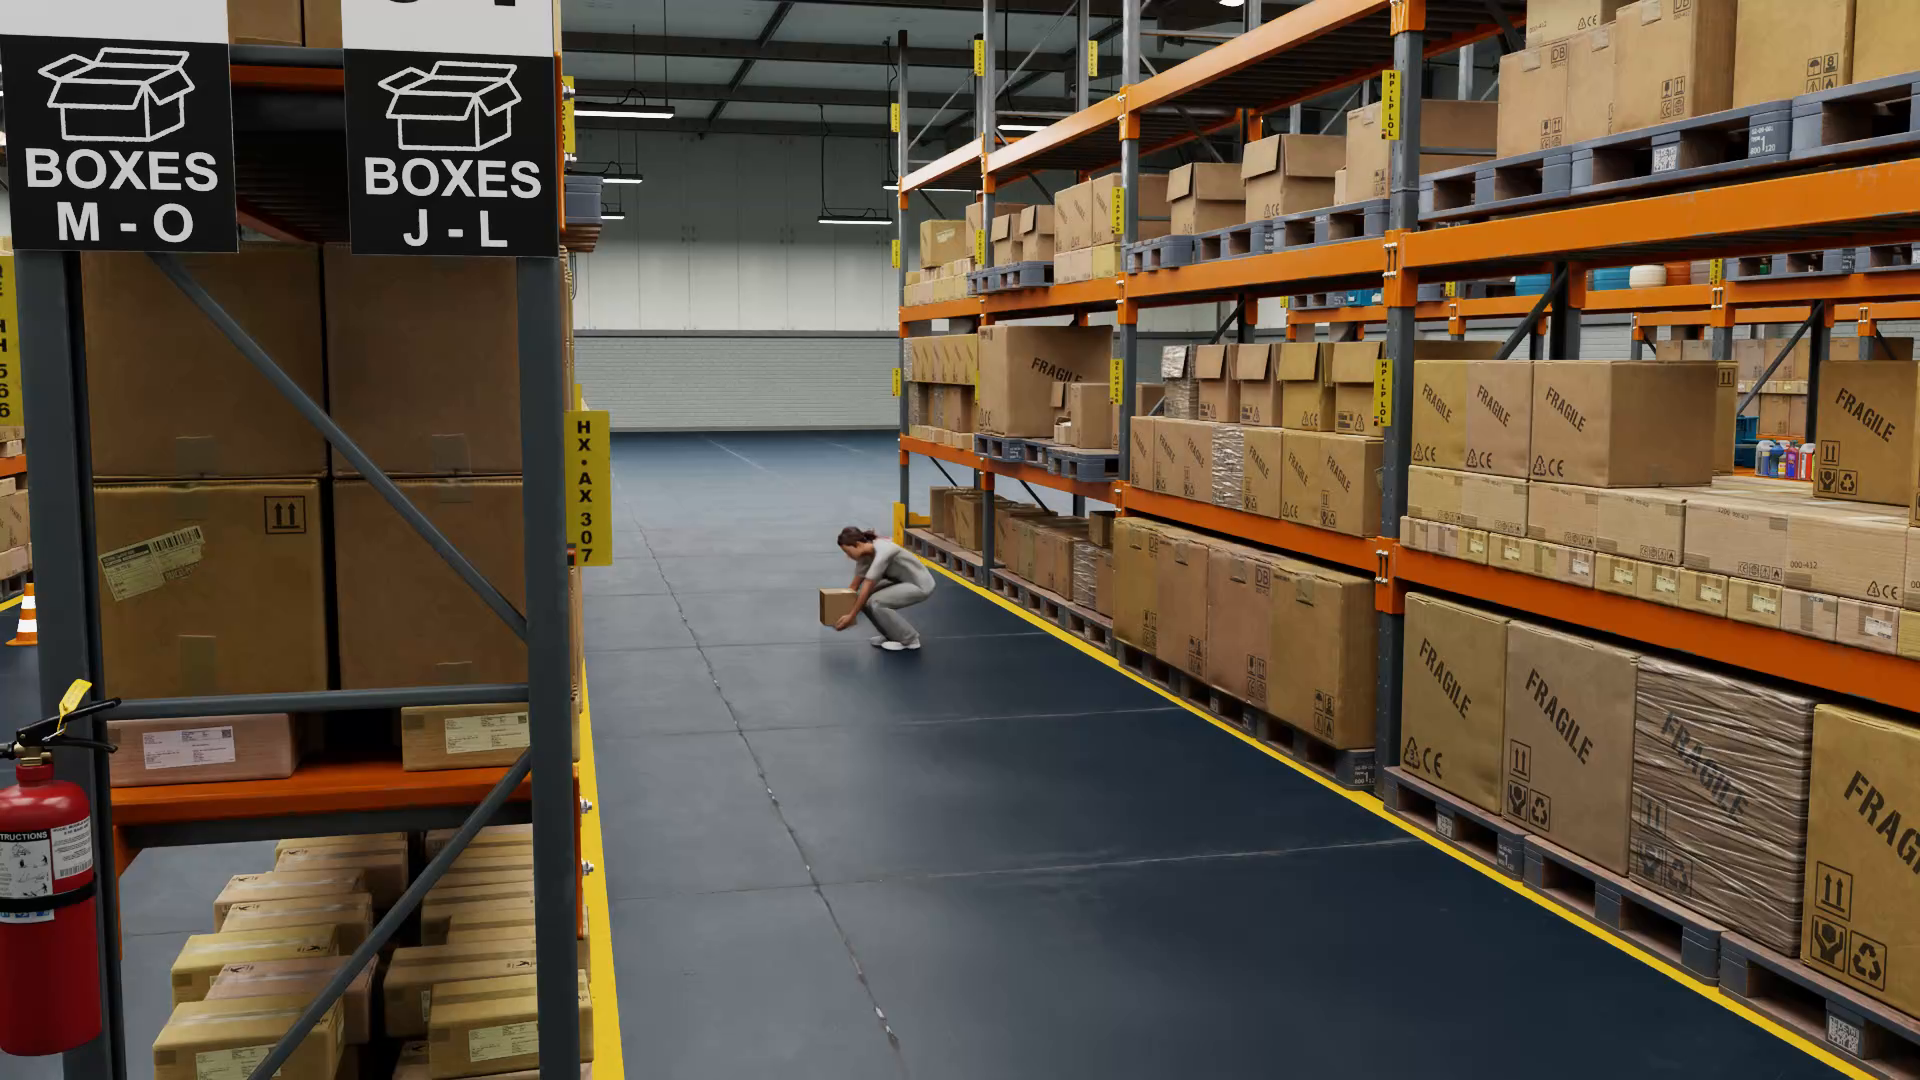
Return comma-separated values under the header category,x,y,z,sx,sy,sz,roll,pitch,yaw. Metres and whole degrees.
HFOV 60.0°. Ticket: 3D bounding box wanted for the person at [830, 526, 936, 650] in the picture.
category,x,y,z,sx,sy,sz,roll,pitch,yaw
person,-0.583,0.369,12.715,0.801,0.930,0.476,-2,6,-14
